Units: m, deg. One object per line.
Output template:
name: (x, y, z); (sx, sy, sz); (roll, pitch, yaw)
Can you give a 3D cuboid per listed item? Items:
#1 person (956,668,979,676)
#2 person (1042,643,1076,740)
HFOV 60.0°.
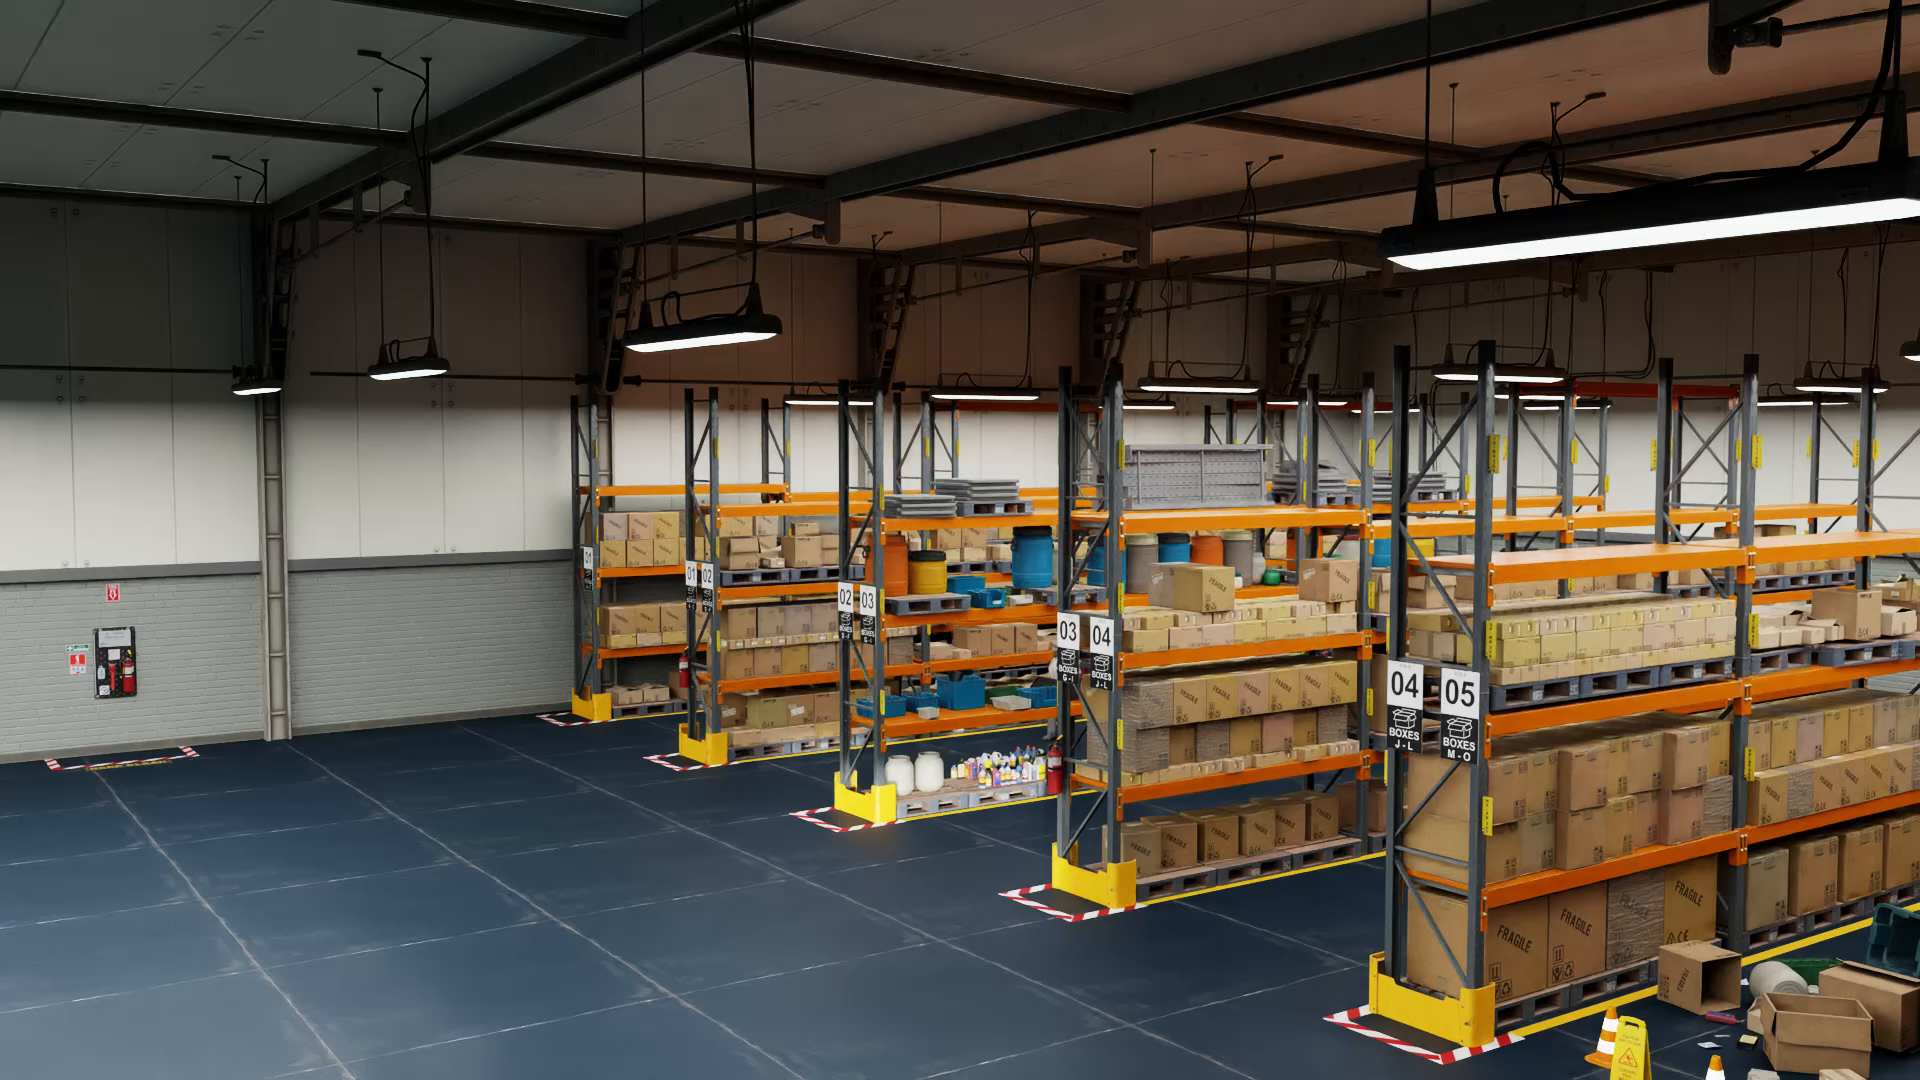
person: (0.109, 2.459, 31.795); (0.469, 1.622, 0.465); (-2, 4, -30)
person: (1.730, 2.620, 28.775); (0.629, 1.688, 0.493); (-2, 4, -35)
